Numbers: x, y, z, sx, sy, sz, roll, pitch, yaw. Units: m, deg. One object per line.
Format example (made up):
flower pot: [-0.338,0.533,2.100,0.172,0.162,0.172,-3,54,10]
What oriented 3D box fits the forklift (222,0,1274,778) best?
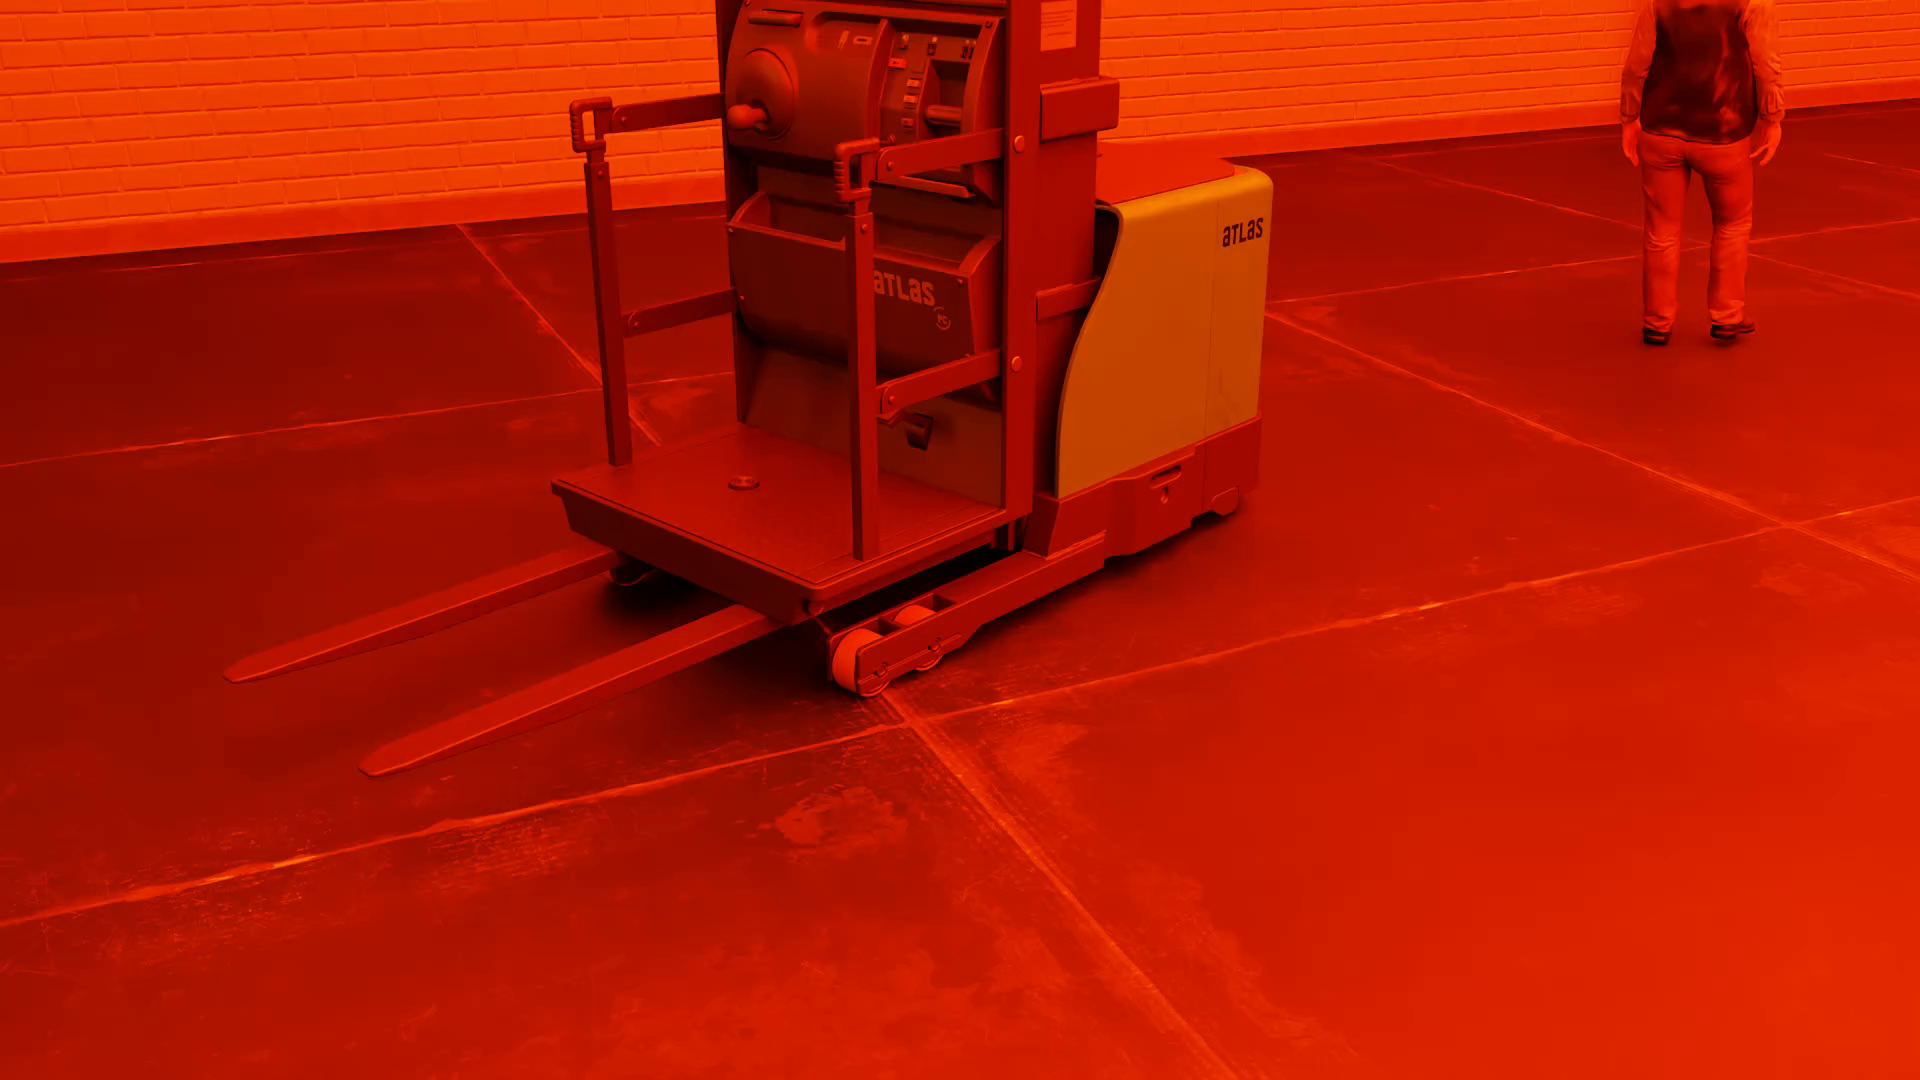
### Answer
forklift: [-0.413,-1.182,4.131,1.130,2.935,3.031,19,29,39]

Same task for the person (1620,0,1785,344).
person: [3.048,-1.664,6.853,0.633,1.717,0.578,14,27,31]
